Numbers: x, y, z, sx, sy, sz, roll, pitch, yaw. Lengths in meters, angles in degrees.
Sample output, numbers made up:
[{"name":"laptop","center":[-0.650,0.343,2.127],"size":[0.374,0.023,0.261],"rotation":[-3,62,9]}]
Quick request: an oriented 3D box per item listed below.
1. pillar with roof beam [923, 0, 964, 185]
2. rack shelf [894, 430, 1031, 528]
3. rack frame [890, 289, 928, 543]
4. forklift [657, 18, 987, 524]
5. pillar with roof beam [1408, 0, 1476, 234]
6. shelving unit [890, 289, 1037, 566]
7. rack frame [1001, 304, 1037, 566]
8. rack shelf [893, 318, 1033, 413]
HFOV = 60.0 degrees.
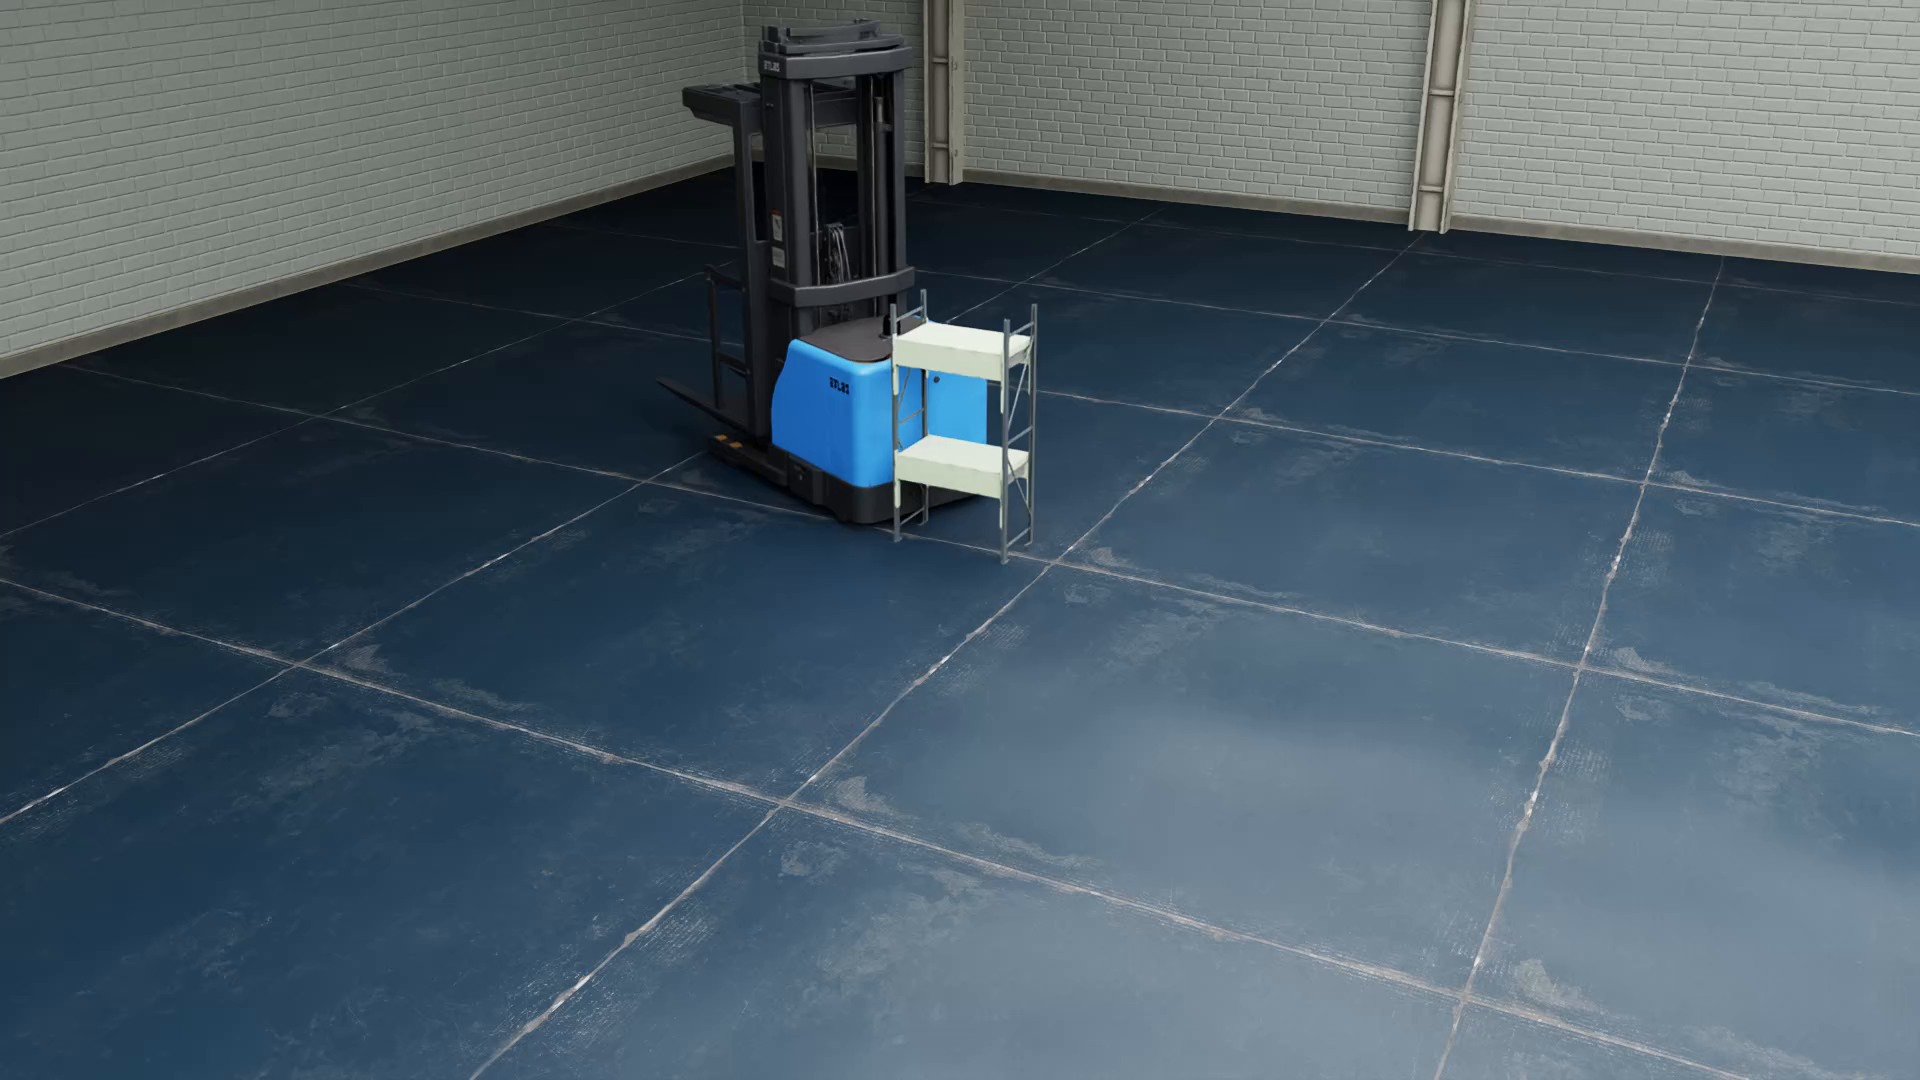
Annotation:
[{"name":"pillar with roof beam","center":[-2.141,-7.116,15.485],"size":[0.400,9.000,9.100],"rotation":[11,25,25]},{"name":"rack shelf","center":[0.021,-0.374,10.045],"size":[0.720,0.370,0.431],"rotation":[12,26,25]},{"name":"rack frame","center":[-0.303,-0.740,10.074],"size":[0.023,1.500,0.400],"rotation":[12,26,25]},{"name":"forklift","center":[-1.105,-1.961,11.115],"size":[1.130,2.935,3.031],"rotation":[-17,28,-34]},{"name":"pillar with roof beam","center":[3.214,-6.057,12.993],"size":[0.400,9.000,9.100],"rotation":[11,25,25]},{"name":"shelving unit","center":[0.021,-0.674,9.918],"size":[0.755,1.500,0.431],"rotation":[12,26,25]},{"name":"rack frame","center":[0.346,-0.607,9.761],"size":[0.023,1.500,0.400],"rotation":[12,26,25]},{"name":"rack shelf","center":[0.021,-1.033,9.765],"size":[0.720,0.370,0.431],"rotation":[12,26,25]}]
